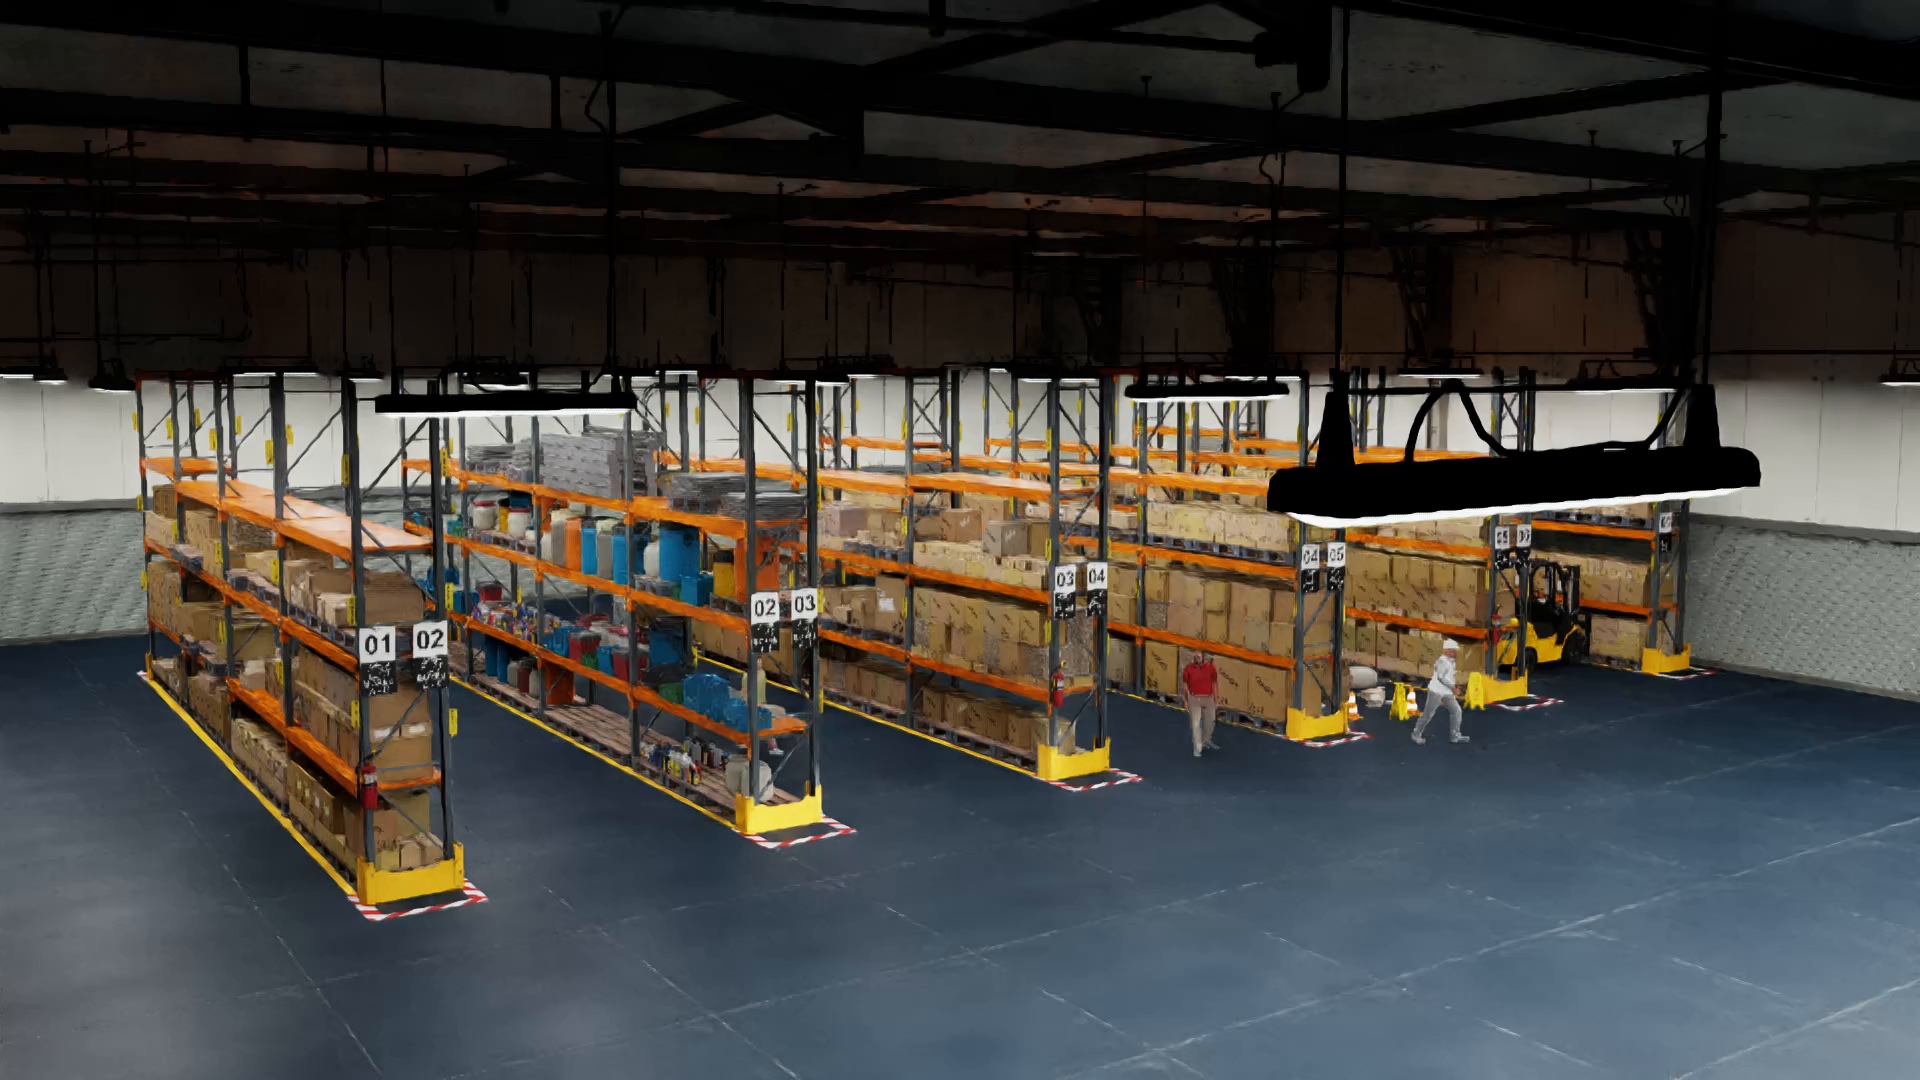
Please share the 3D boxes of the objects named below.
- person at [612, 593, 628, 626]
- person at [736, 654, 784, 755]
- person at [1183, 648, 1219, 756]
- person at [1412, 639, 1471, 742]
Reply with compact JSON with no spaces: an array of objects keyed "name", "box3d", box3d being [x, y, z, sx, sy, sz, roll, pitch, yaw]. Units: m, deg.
[{"name":"person","box3d":[-7.382,1.370,35.927,0.524,1.787,0.752,-5,8,-36]},{"name":"person","box3d":[-3.219,2.570,26.176,0.451,1.584,1.099,-5,8,-36]},{"name":"person","box3d":[3.813,2.522,26.276,0.595,1.711,0.580,0,6,2]},{"name":"person","box3d":[7.797,2.437,26.944,0.830,1.713,0.680,5,8,38]}]
